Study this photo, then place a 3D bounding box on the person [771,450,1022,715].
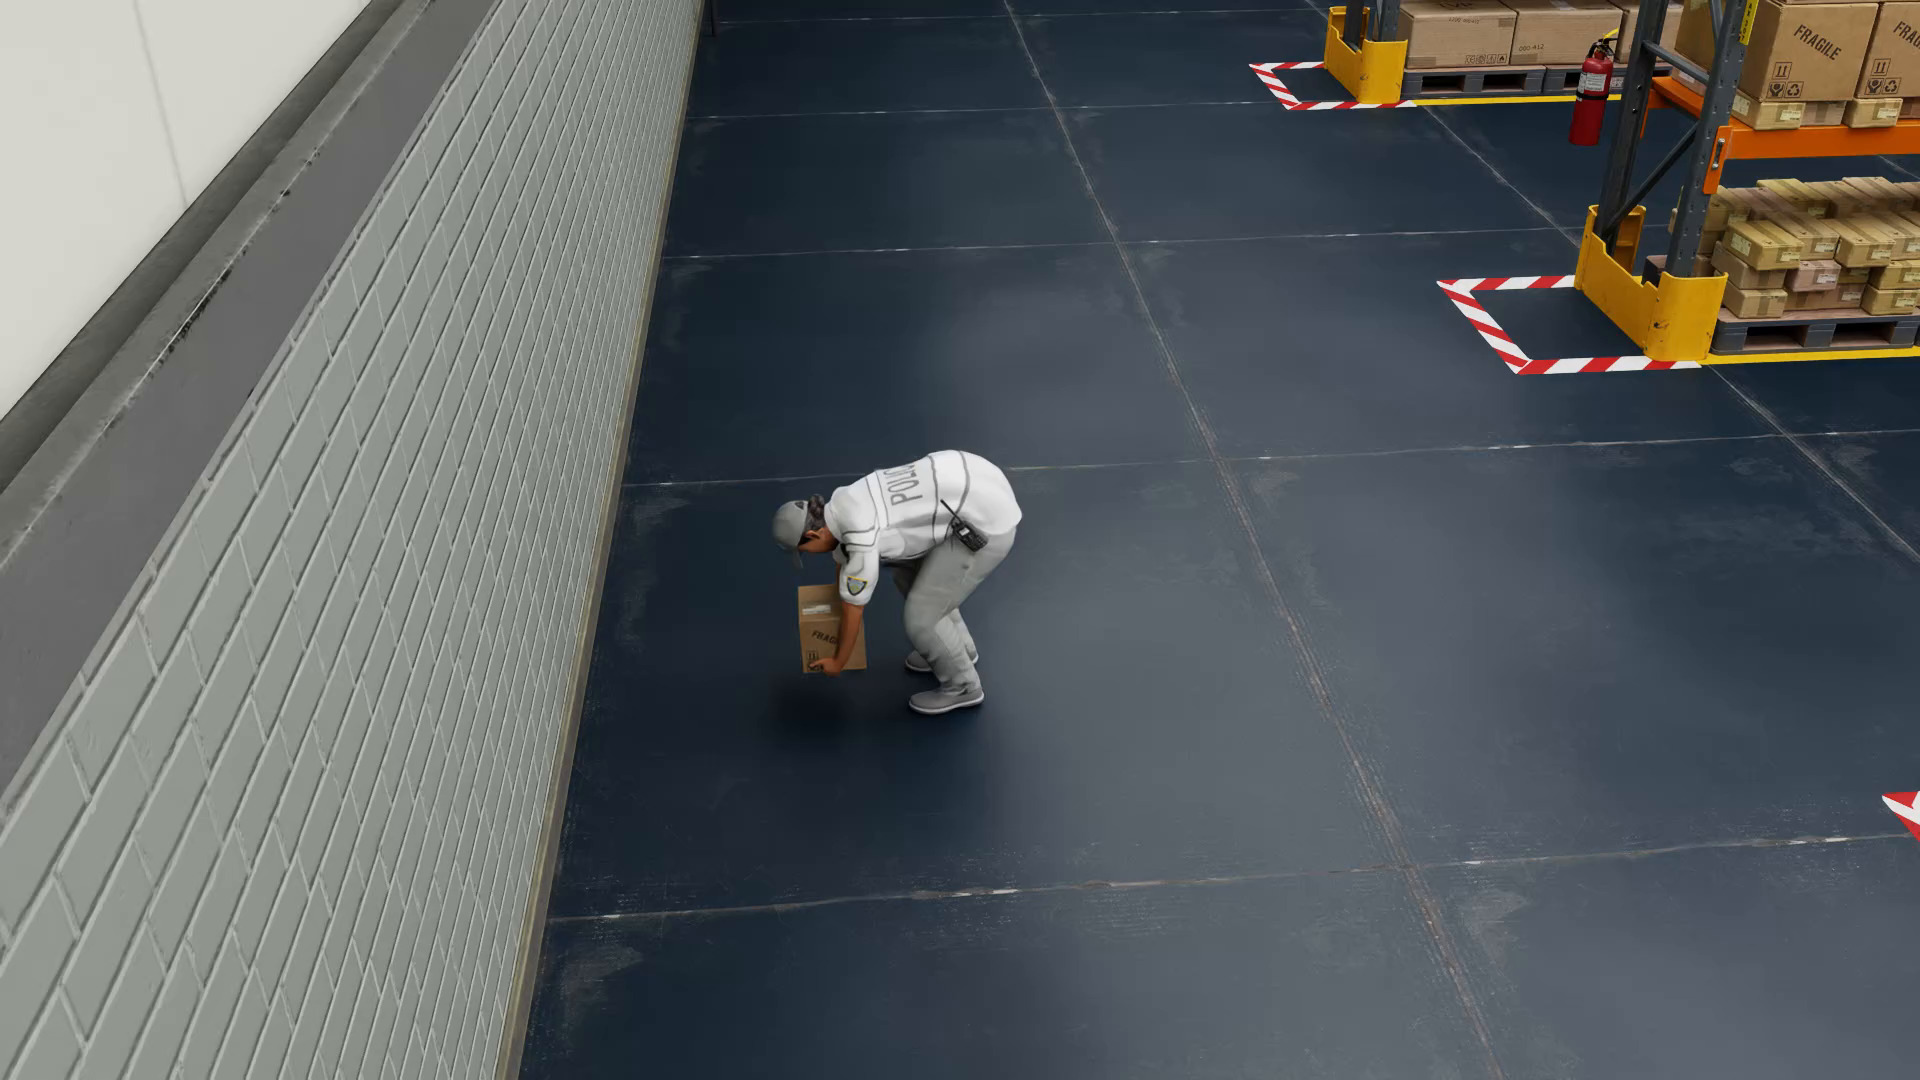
[{"bbox_3d":[-0.245,0.166,6.488,0.950,1.014,0.495,-4,32,-7],"label":"person"}]
